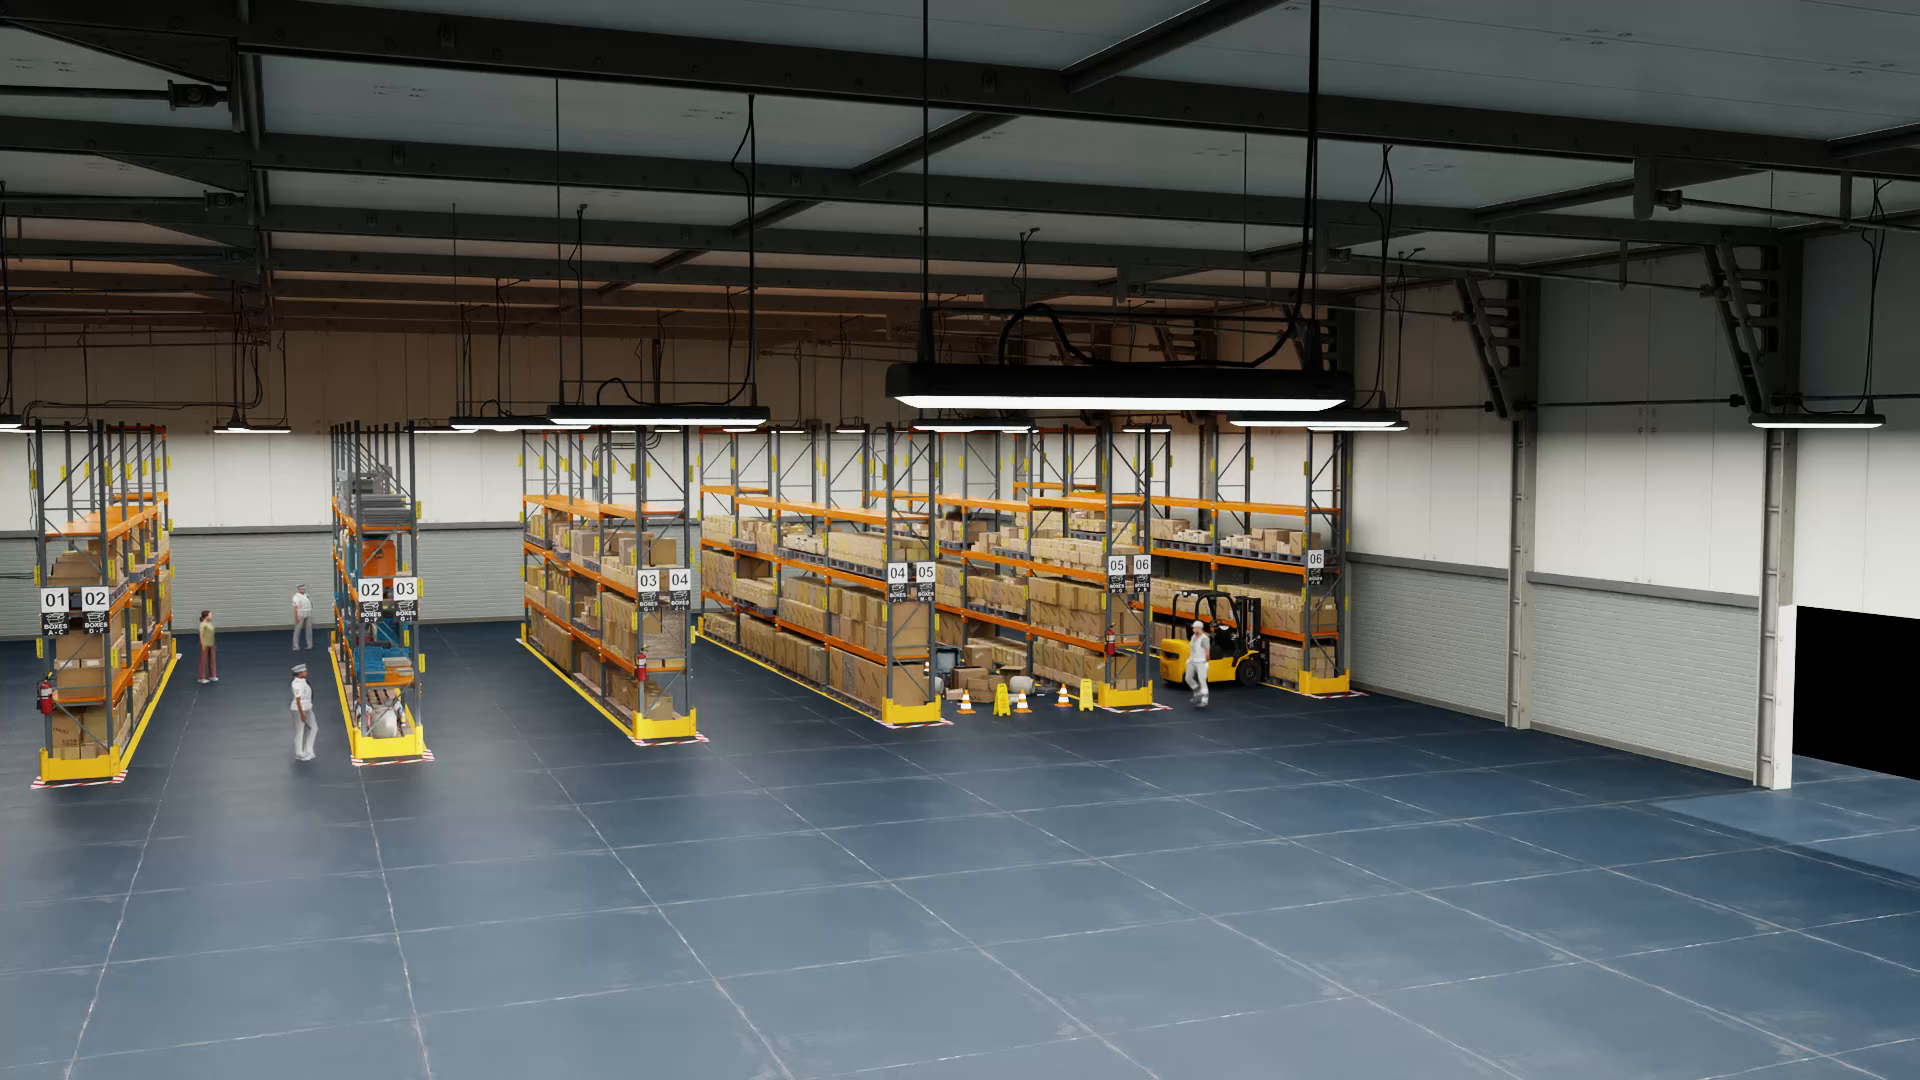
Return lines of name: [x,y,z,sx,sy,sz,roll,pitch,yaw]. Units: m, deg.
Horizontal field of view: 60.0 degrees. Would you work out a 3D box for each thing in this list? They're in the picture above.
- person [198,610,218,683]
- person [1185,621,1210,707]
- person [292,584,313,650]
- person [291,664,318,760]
person: [-17.510,2.471,38.687,0.388,1.685,0.511,1,4,12]
person: [5.065,2.604,35.274,0.448,1.789,0.596,-2,4,-33]
person: [-17.669,2.057,44.688,0.449,1.753,0.632,2,4,28]
person: [-11.659,3.067,29.485,0.377,1.746,0.467,1,4,9]
